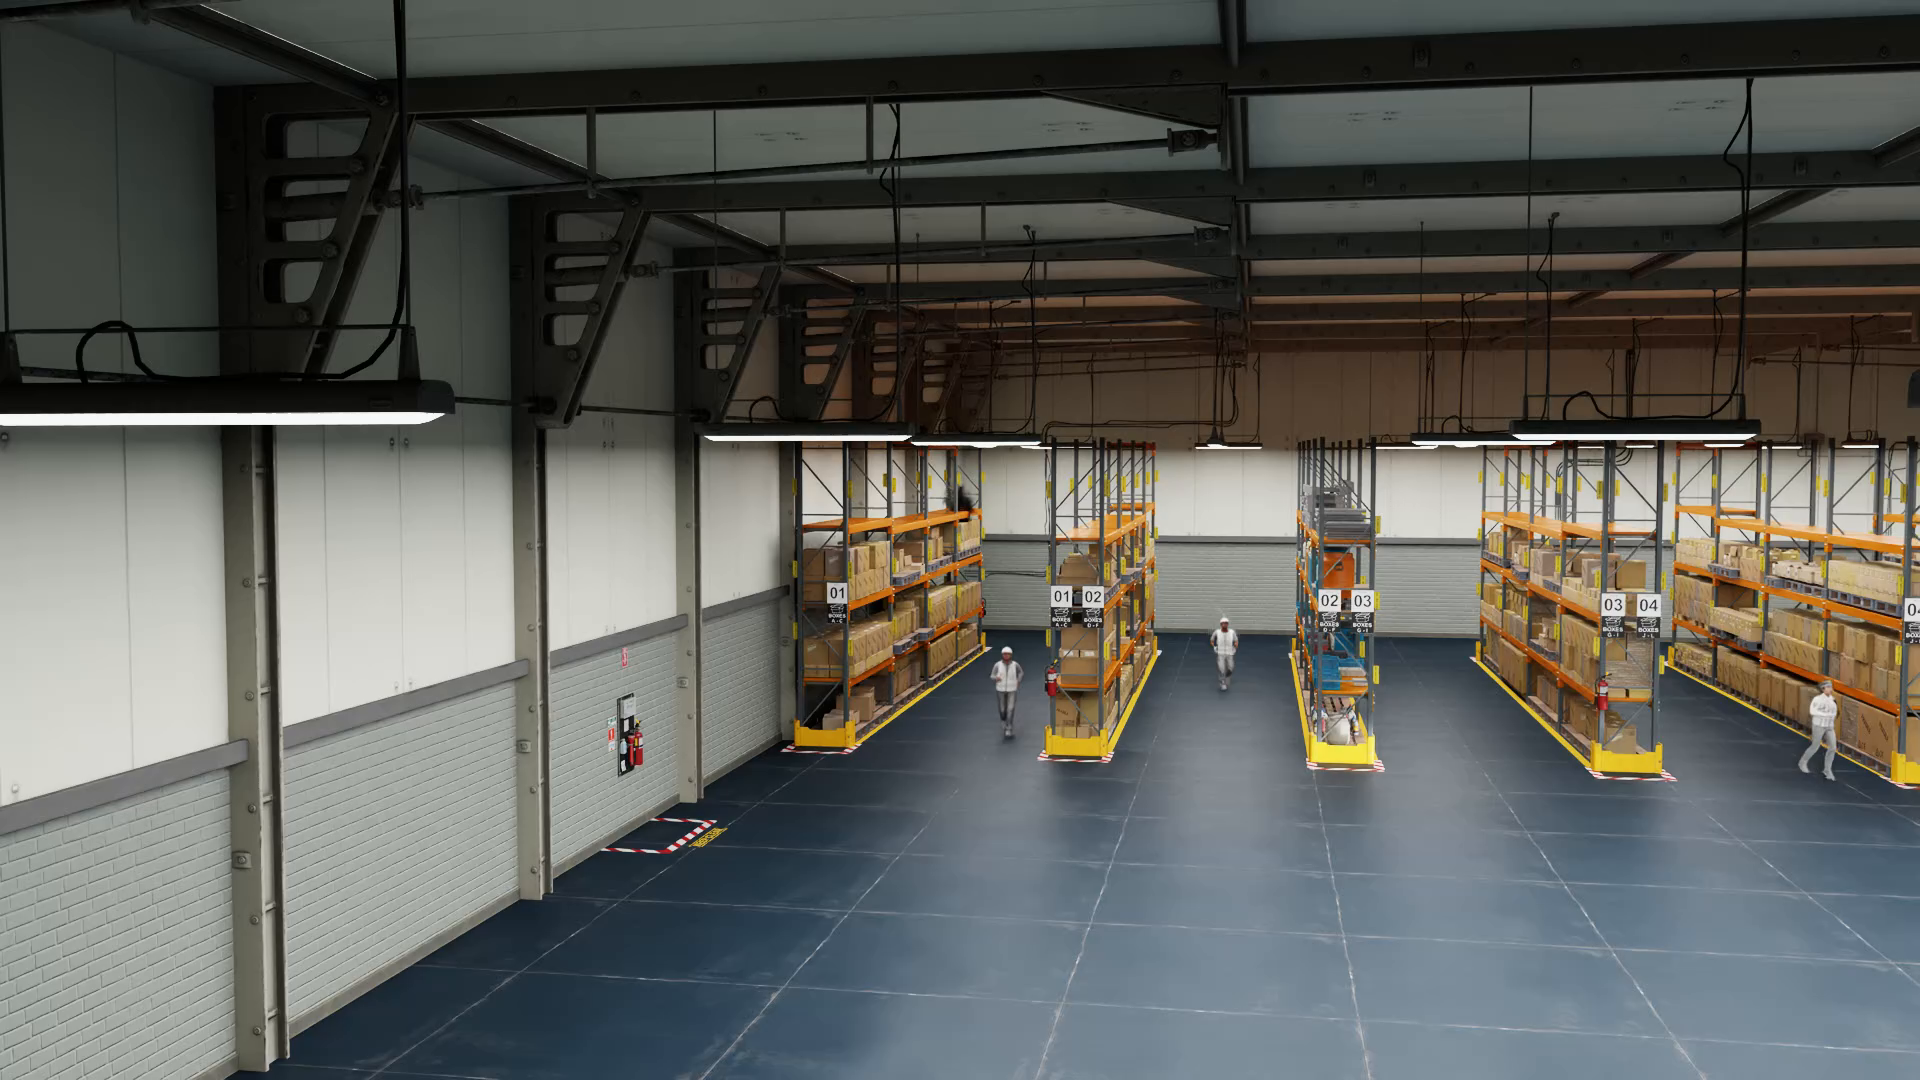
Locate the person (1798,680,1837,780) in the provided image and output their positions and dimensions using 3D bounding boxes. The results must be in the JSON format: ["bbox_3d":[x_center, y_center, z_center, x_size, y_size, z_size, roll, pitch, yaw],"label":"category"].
[{"bbox_3d":[15.202,3.331,29.358,0.627,1.762,0.726,-1,3,-19],"label":"person"}]

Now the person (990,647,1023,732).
[{"bbox_3d":[0.946,2.996,33.597,0.666,1.692,0.782,0,3,3],"label":"person"}]

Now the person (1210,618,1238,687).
[{"bbox_3d":[6.357,2.710,39.976,0.679,1.672,0.569,0,3,2],"label":"person"}]

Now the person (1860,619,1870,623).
[{"bbox_3d":[24.619,2.507,45.074,0.735,1.699,0.752,2,4,37],"label":"person"}]
